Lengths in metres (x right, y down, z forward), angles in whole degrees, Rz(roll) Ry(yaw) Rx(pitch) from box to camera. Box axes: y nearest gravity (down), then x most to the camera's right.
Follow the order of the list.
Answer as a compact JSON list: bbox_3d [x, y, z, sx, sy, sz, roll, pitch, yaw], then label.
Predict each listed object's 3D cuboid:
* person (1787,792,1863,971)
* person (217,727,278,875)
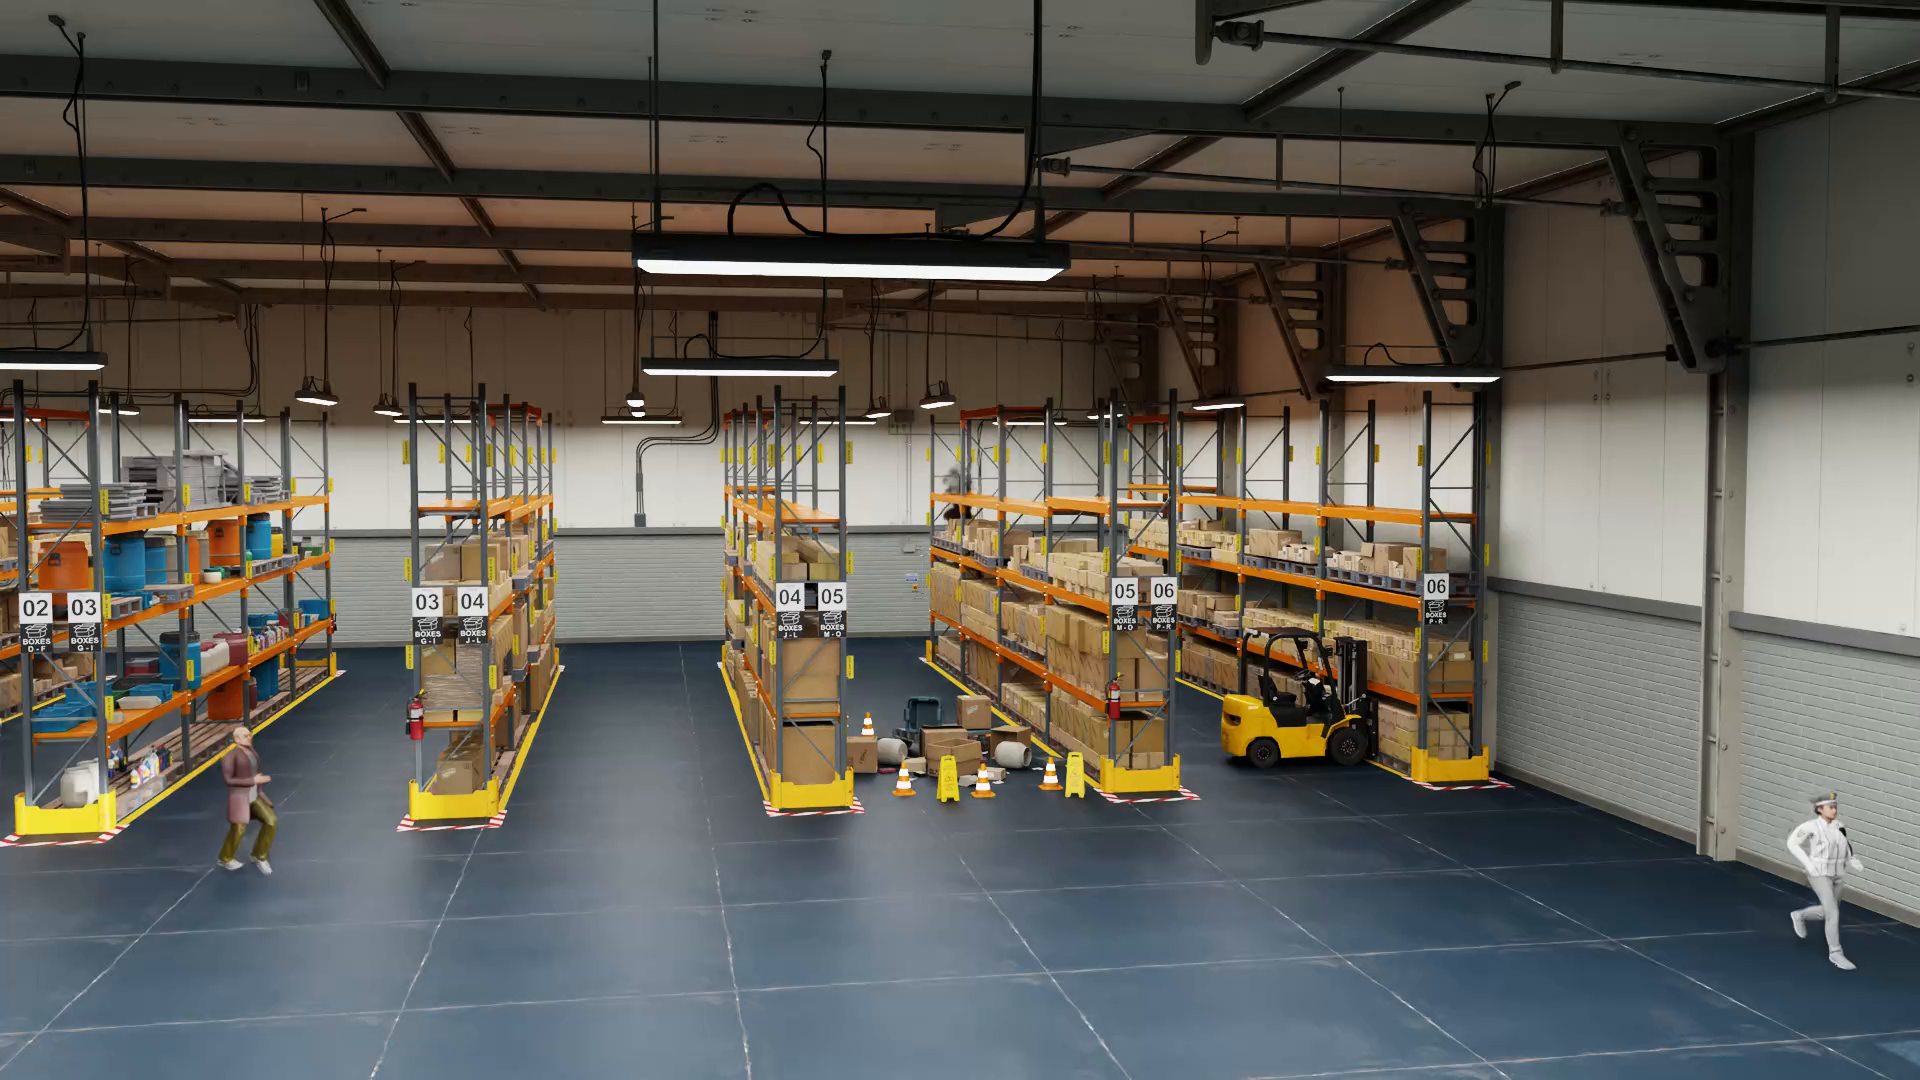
[{"bbox_3d":[8.567,3.335,16.533,0.618,1.696,0.843,-1,3,-18],"label":"person"},{"bbox_3d":[-8.575,3.121,19.850,0.774,1.813,0.654,1,3,24],"label":"person"}]
